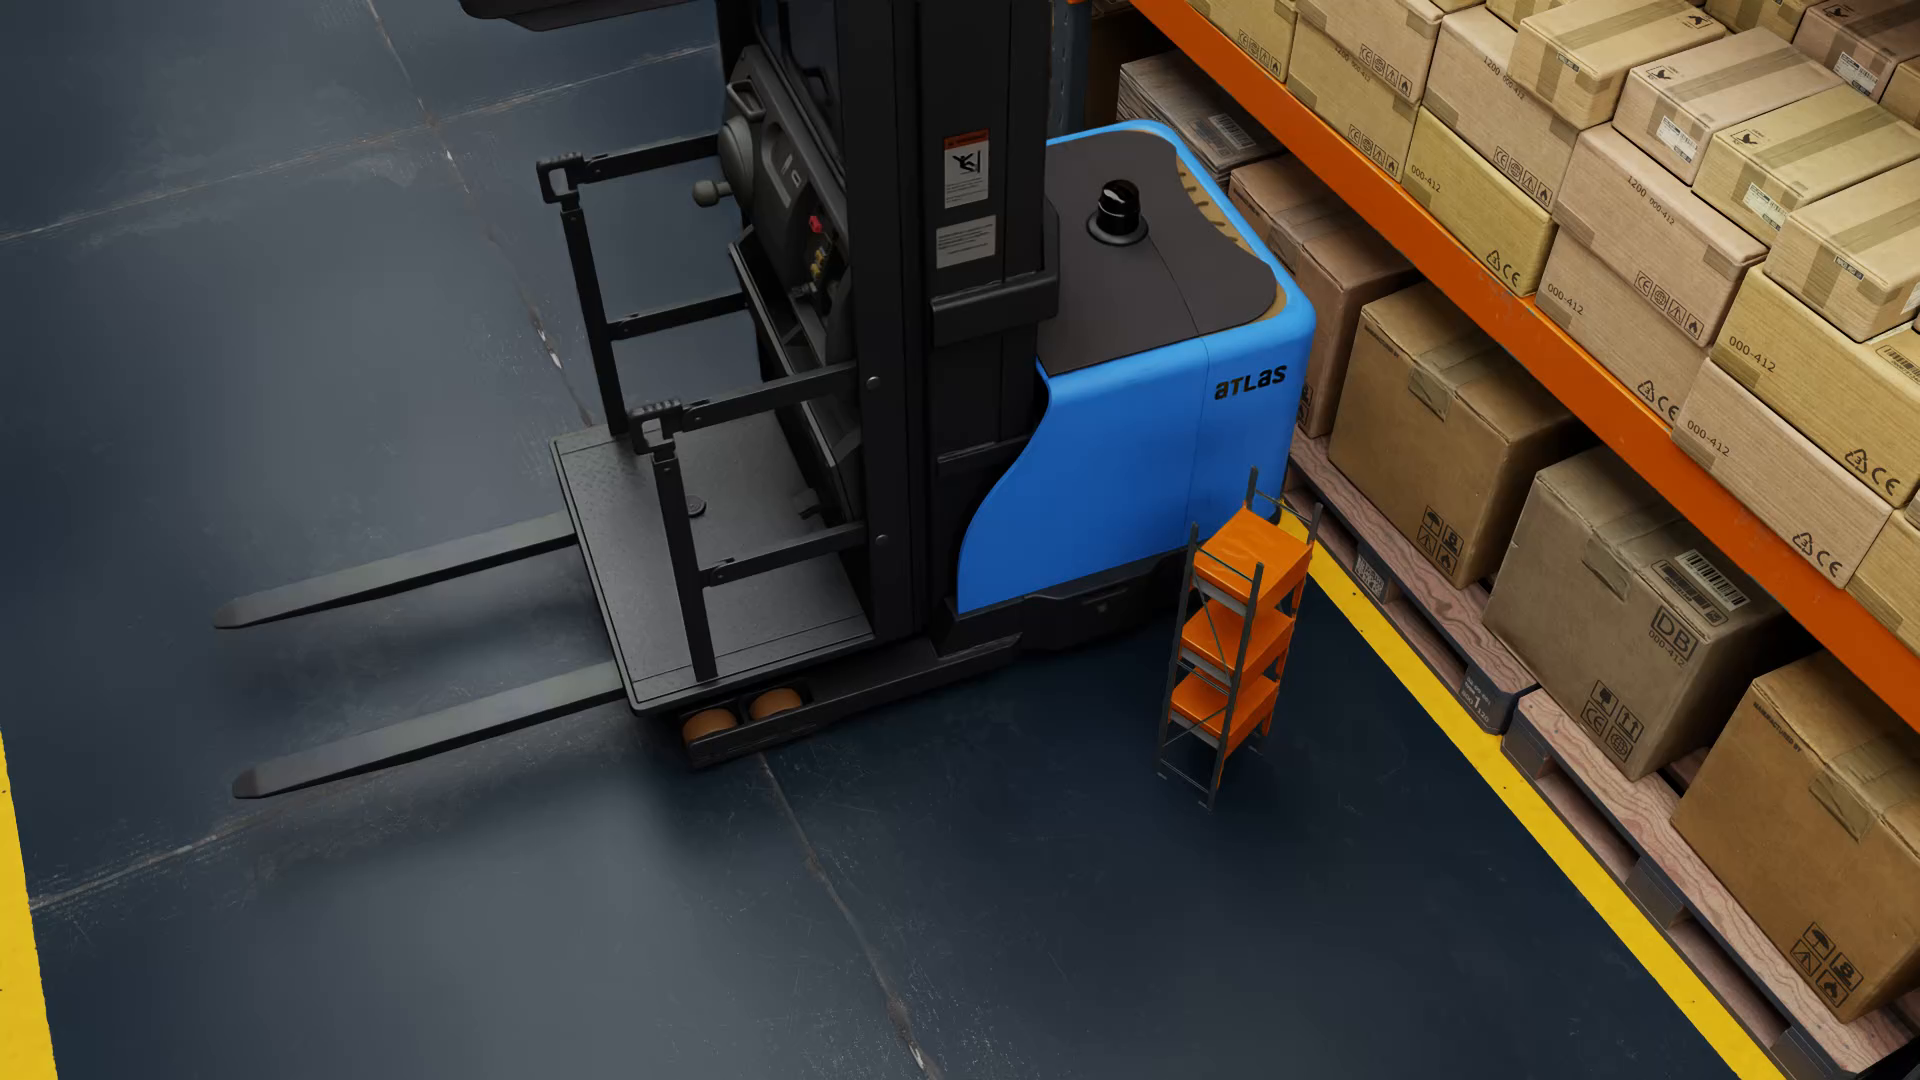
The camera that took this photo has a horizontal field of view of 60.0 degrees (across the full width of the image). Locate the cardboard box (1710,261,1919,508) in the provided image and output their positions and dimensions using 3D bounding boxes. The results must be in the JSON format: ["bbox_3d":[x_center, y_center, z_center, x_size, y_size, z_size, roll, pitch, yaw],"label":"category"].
[{"bbox_3d":[1.922,-0.393,3.368,0.500,0.250,0.500,-22,53,-18],"label":"cardboard box"}]

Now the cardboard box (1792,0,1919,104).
[{"bbox_3d":[2.109,-1.122,3.742,0.380,0.149,0.250,-22,52,-18],"label":"cardboard box"}]

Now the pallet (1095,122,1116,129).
[{"bbox_3d":[0.478,-1.967,6.830,1.003,0.211,1.213,-21,52,-18],"label":"pallet"}]

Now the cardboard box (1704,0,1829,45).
[{"bbox_3d":[1.990,-1.287,3.886,0.380,0.149,0.250,-21,52,-17],"label":"cardboard box"}]

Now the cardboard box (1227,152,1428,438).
[{"bbox_3d":[1.365,-0.872,5.319,0.875,0.625,0.625,-20,52,-16],"label":"cardboard box"}]

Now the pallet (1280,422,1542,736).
[{"bbox_3d":[1.682,-0.075,5.175,1.003,0.211,1.213,-21,52,-18],"label":"pallet"}]

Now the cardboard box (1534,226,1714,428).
[{"bbox_3d":[1.718,-0.571,3.856,0.500,0.250,0.500,-21,52,-17],"label":"cardboard box"}]

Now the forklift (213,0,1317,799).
[{"bbox_3d":[-0.612,-0.786,3.991,3.031,2.935,1.130,-16,51,-14],"label":"forklift"}]

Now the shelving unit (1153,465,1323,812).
[{"bbox_3d":[0.700,0.285,4.303,0.215,1.050,0.252,33,57,26],"label":"shelving unit"}]

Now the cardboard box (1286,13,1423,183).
[{"bbox_3d":[1.239,-1.261,4.460,0.500,0.250,0.500,-23,53,-19],"label":"cardboard box"}]

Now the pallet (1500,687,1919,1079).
[{"bbox_3d":[2.244,0.743,4.460,1.003,0.211,1.213,-21,52,-18],"label":"pallet"}]

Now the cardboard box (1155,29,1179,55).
[{"bbox_3d":[0.842,-2.066,6.446,0.500,0.500,0.500,-19,52,-16],"label":"cardboard box"}]

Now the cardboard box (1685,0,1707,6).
[{"bbox_3d":[1.834,-1.450,4.028,0.380,0.149,0.250,-20,52,-17],"label":"cardboard box"}]

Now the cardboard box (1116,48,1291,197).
[{"bbox_3d":[1.059,-1.307,5.699,0.875,0.625,0.625,-20,52,-16],"label":"cardboard box"}]

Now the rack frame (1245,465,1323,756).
[{"bbox_3d":[0.781,0.216,4.363,0.200,1.050,0.008,33,57,26],"label":"rack frame"}]

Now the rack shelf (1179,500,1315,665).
[{"bbox_3d":[0.700,0.106,4.097,0.215,0.259,0.240,33,57,26],"label":"rack shelf"}]

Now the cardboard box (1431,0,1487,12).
[{"bbox_3d":[1.269,-1.444,4.023,0.380,0.149,0.250,-20,52,-17],"label":"cardboard box"}]

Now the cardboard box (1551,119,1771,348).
[{"bbox_3d":[1.693,-0.737,3.669,0.500,0.250,0.500,-20,52,-17],"label":"cardboard box"}]

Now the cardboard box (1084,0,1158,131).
[{"bbox_3d":[0.401,-1.897,6.298,0.500,0.500,0.500,-20,52,-16],"label":"cardboard box"}]

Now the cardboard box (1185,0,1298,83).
[{"bbox_3d":[0.997,-1.604,4.759,0.500,0.250,0.500,-22,52,-18],"label":"cardboard box"}]

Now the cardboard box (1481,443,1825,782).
[{"bbox_3d":[2.019,0.081,4.485,0.875,0.625,0.625,-22,52,-18],"label":"cardboard box"}]

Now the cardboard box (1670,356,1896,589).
[{"bbox_3d":[1.918,-0.228,3.556,0.500,0.250,0.500,-21,52,-18],"label":"cardboard box"}]

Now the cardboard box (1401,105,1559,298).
[{"bbox_3d":[1.475,-0.914,4.156,0.500,0.250,0.500,-20,52,-16],"label":"cardboard box"}]

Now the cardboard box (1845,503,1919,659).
[{"bbox_3d":[2.153,0.107,3.263,0.500,0.250,0.500,-20,52,-17],"label":"cardboard box"}]

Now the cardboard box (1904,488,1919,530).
[{"bbox_3d":[2.164,-0.051,3.070,0.500,0.250,0.500,-22,52,-18],"label":"cardboard box"}]

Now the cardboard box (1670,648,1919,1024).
[{"bbox_3d":[2.367,0.603,4.029,0.875,0.625,0.625,-19,52,-16],"label":"cardboard box"}]

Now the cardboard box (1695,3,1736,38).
[{"bbox_3d":[1.924,-1.266,4.132,0.500,0.250,0.500,-22,52,-18],"label":"cardboard box"}]

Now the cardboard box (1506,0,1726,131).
[{"bbox_3d":[1.461,-1.090,3.713,0.380,0.149,0.250,-22,53,-18],"label":"cardboard box"}]

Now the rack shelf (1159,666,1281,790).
[{"bbox_3d":[0.700,0.475,4.520,0.215,0.259,0.240,33,57,26],"label":"rack shelf"}]

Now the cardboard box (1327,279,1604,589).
[{"bbox_3d":[1.673,-0.422,4.925,0.875,0.625,0.625,-23,53,-19],"label":"cardboard box"}]

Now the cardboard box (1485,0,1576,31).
[{"bbox_3d":[1.474,-1.303,3.900,0.380,0.149,0.250,-21,52,-18],"label":"cardboard box"}]

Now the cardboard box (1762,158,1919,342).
[{"bbox_3d":[1.825,-0.573,3.261,0.380,0.149,0.250,-23,53,-19],"label":"cardboard box"}]

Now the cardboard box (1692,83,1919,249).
[{"bbox_3d":[1.760,-0.770,3.433,0.380,0.149,0.250,-22,52,-18],"label":"cardboard box"}]

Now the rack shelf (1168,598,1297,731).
[{"bbox_3d":[0.700,0.292,4.311,0.215,0.259,0.240,33,57,26],"label":"rack shelf"}]

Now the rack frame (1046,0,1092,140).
[{"bbox_3d":[0.786,-2.373,5.332,1.000,3.000,0.127,-21,52,-18],"label":"rack frame"}]

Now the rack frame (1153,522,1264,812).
[{"bbox_3d":[0.620,0.354,4.243,0.200,1.050,0.008,33,57,26],"label":"rack frame"}]

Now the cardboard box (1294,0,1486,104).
[{"bbox_3d":[1.223,-1.415,4.262,0.500,0.250,0.500,-22,53,-18],"label":"cardboard box"}]

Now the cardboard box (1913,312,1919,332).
[{"bbox_3d":[2.063,-0.442,3.147,0.380,0.149,0.250,-21,52,-18],"label":"cardboard box"}]

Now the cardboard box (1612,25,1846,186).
[{"bbox_3d":[1.651,-0.939,3.581,0.380,0.149,0.250,-21,52,-17],"label":"cardboard box"}]

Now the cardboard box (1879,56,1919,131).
[{"bbox_3d":[2.230,-0.955,3.595,0.380,0.149,0.250,-21,52,-18],"label":"cardboard box"}]

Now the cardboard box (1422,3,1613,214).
[{"bbox_3d":[1.479,-1.081,3.971,0.500,0.250,0.500,-20,52,-17],"label":"cardboard box"}]
